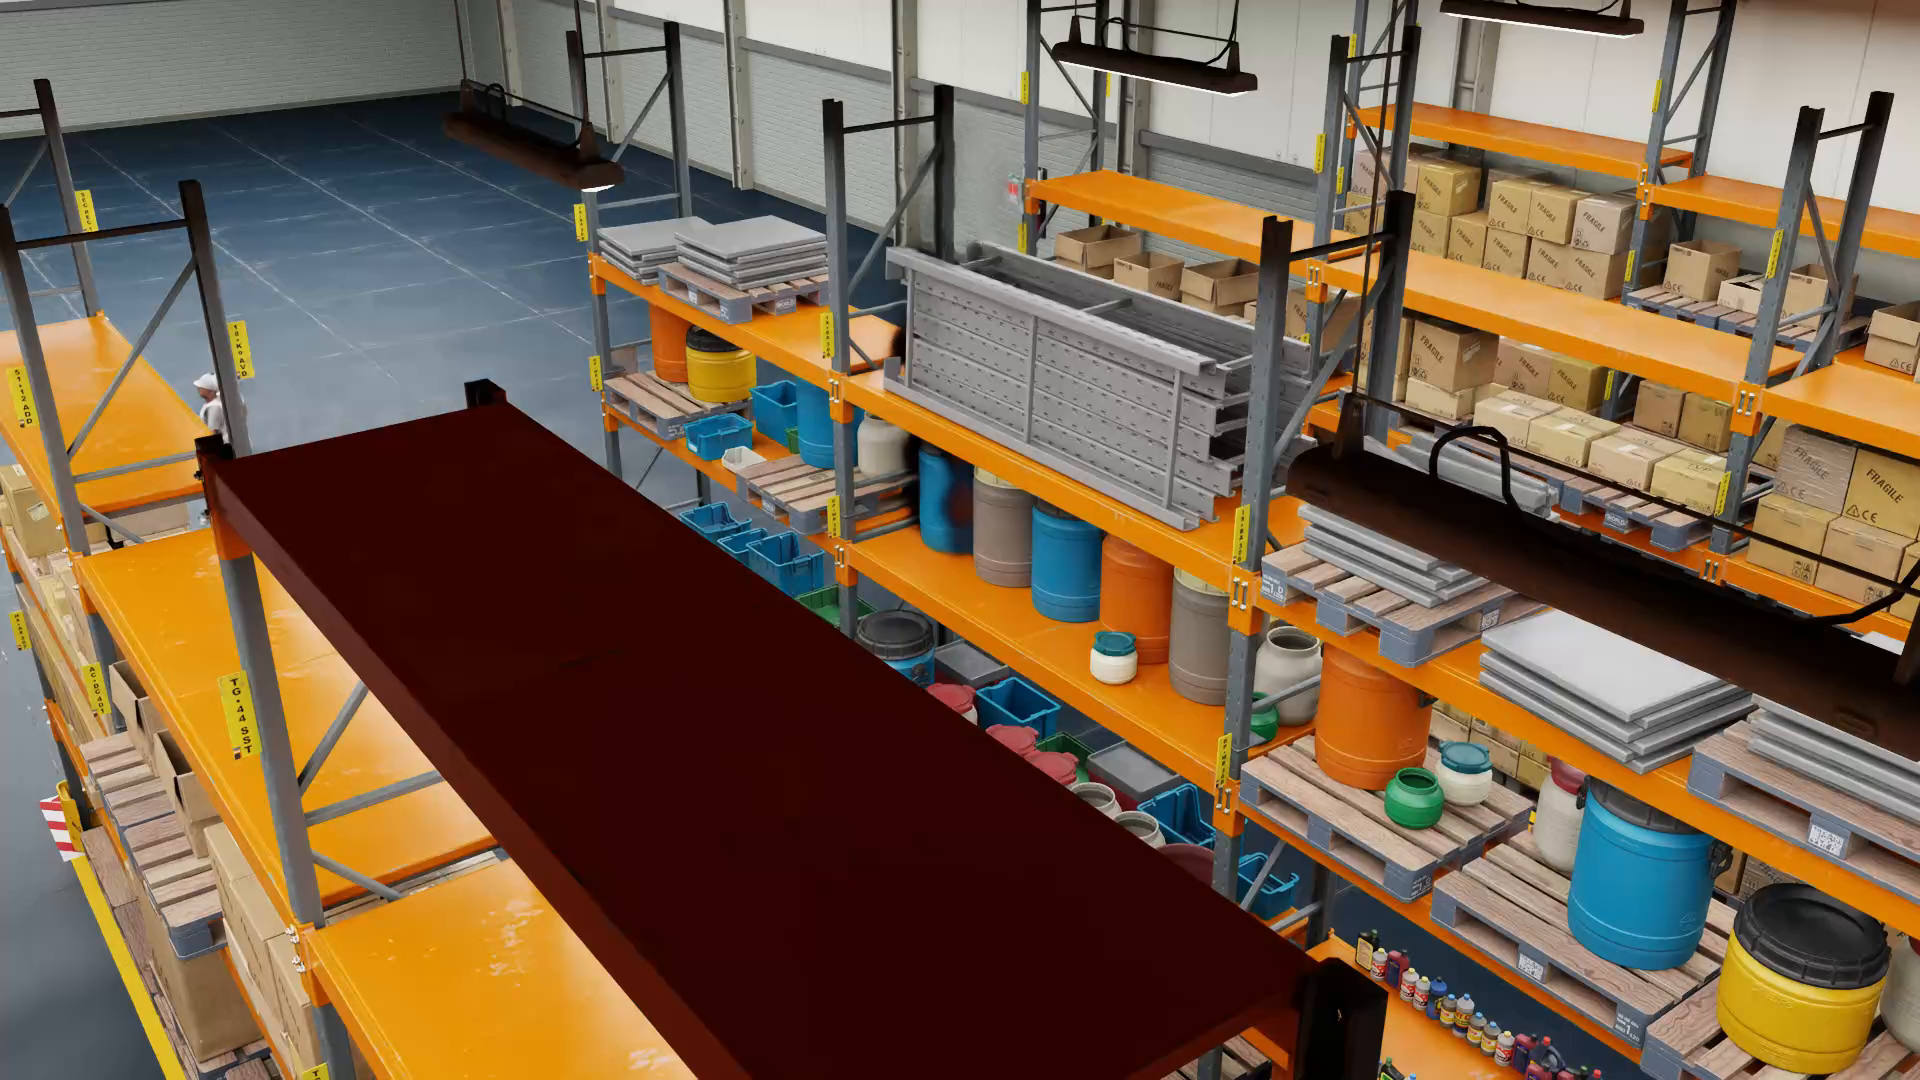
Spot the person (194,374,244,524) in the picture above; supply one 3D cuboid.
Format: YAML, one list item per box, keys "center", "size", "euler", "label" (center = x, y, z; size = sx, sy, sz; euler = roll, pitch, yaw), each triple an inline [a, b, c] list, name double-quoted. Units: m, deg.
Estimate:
- center: [-8.457, -1.036, 19.063]
  size: [0.793, 1.829, 0.681]
  euler: [-9, 26, -19]
  label: "person"
